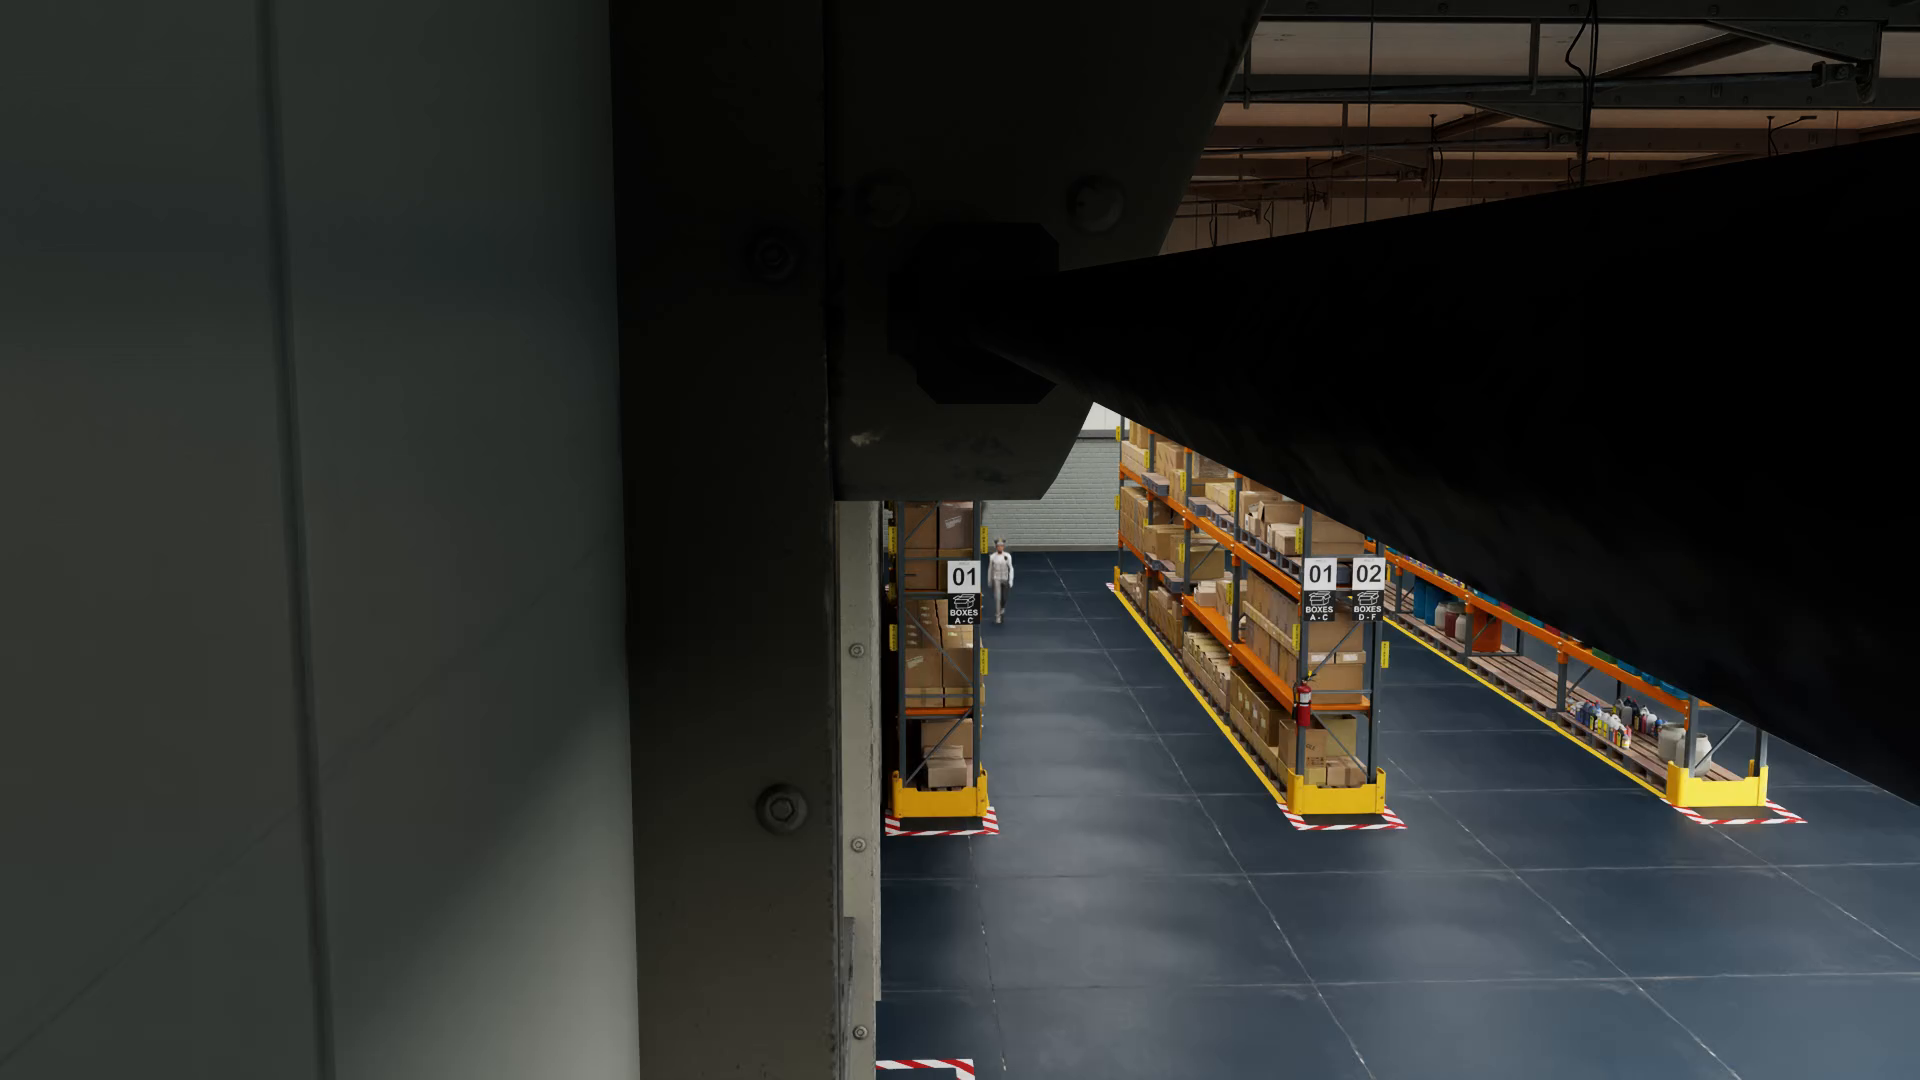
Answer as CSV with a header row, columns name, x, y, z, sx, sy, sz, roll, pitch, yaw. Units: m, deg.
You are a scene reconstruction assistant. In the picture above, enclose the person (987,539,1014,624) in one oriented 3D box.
name,x,y,z,sx,sy,sz,roll,pitch,yaw
person,0.802,0.779,32.951,0.504,1.638,0.975,-1,8,-9
